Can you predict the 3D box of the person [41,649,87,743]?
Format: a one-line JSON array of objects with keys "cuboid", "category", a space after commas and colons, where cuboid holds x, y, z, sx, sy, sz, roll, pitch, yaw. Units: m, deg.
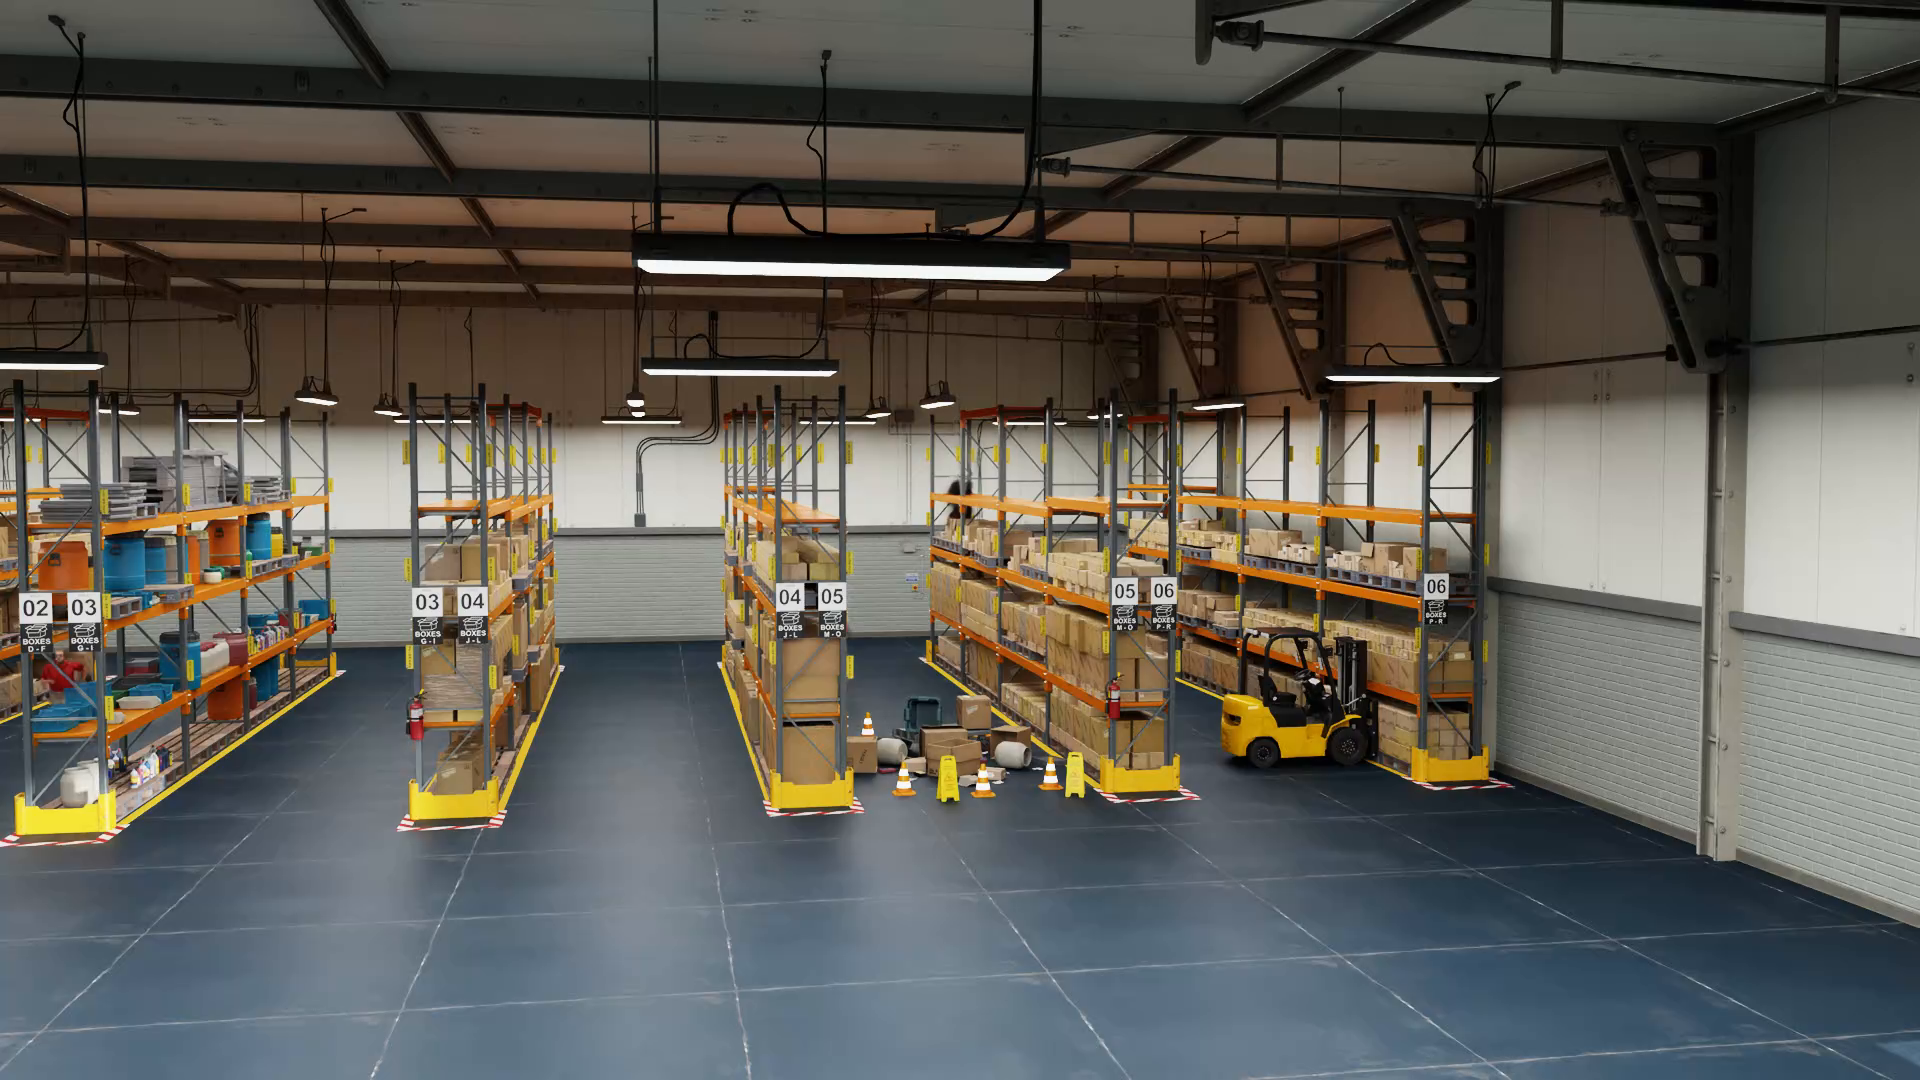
[{"cuboid": [-15.494, 2.706, 28.731, 0.653, 1.655, 0.786, -1, 3, -15], "category": "person"}]
